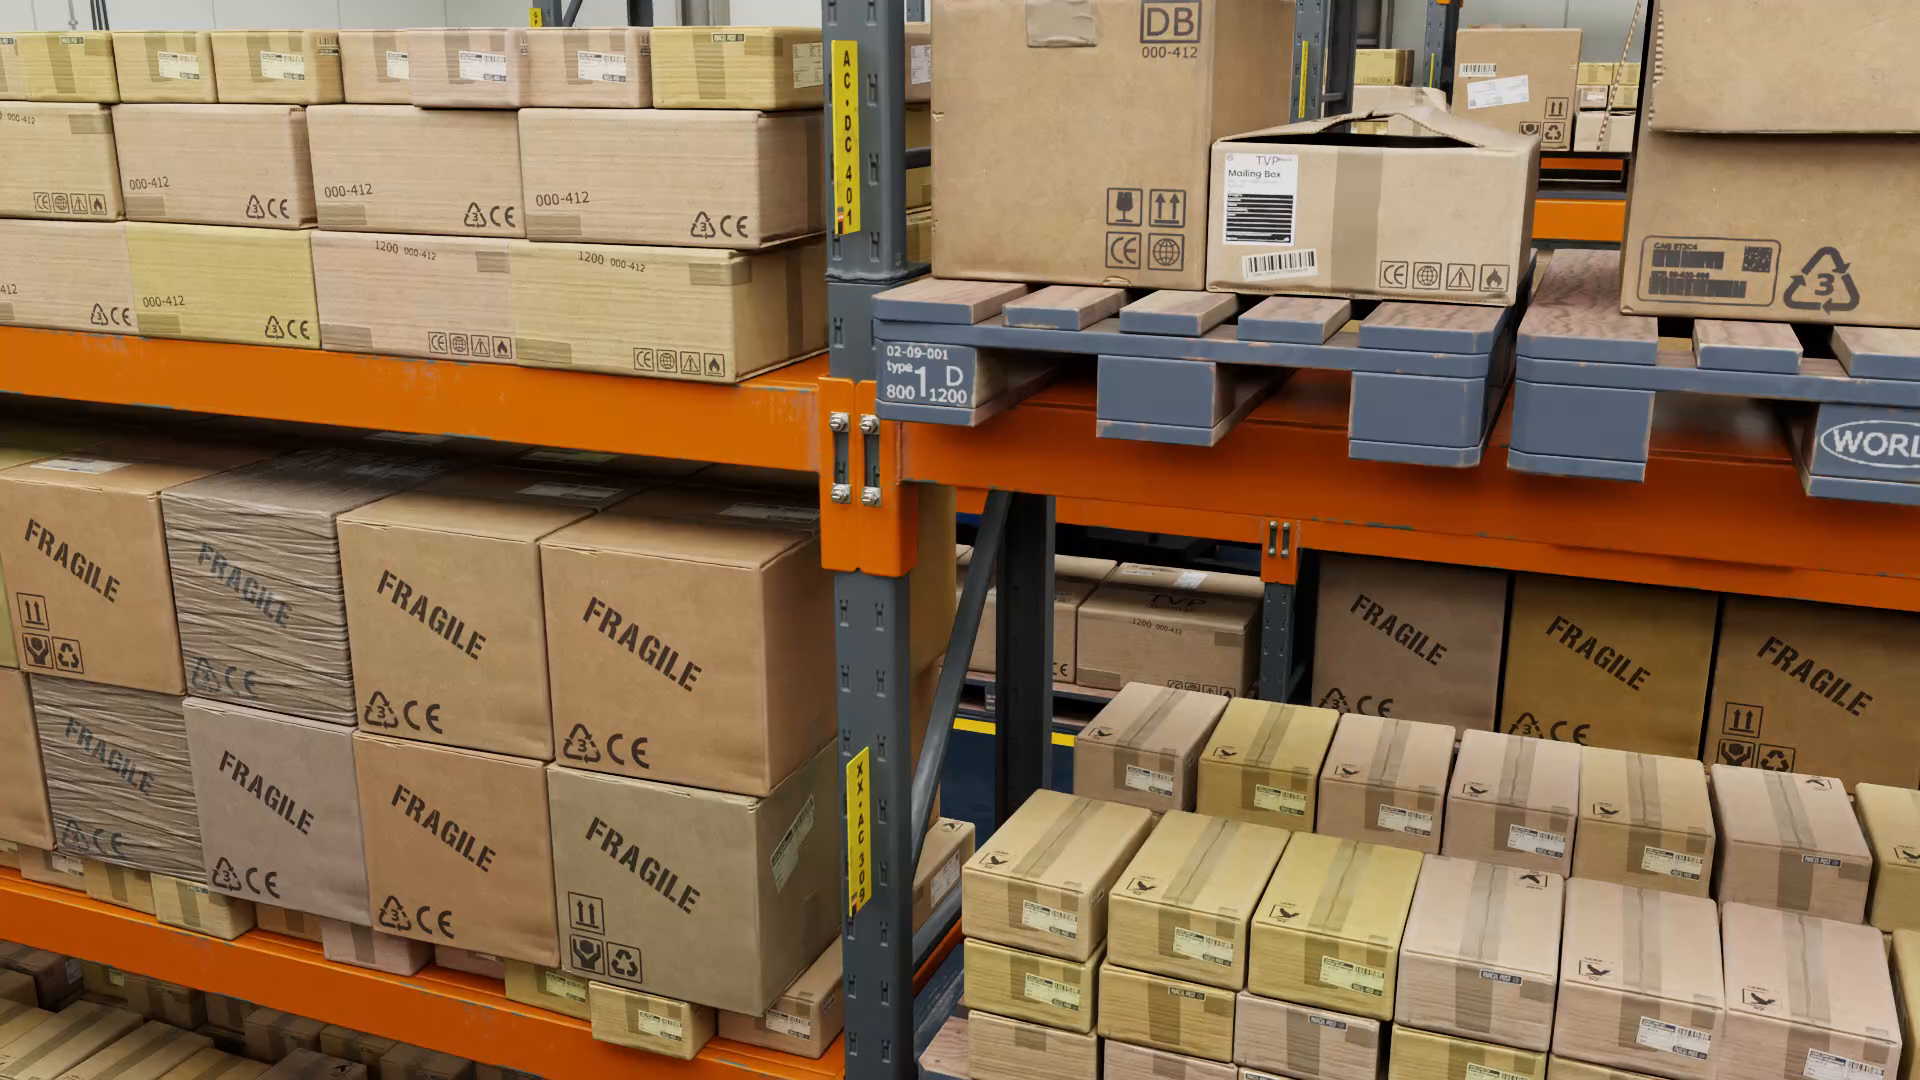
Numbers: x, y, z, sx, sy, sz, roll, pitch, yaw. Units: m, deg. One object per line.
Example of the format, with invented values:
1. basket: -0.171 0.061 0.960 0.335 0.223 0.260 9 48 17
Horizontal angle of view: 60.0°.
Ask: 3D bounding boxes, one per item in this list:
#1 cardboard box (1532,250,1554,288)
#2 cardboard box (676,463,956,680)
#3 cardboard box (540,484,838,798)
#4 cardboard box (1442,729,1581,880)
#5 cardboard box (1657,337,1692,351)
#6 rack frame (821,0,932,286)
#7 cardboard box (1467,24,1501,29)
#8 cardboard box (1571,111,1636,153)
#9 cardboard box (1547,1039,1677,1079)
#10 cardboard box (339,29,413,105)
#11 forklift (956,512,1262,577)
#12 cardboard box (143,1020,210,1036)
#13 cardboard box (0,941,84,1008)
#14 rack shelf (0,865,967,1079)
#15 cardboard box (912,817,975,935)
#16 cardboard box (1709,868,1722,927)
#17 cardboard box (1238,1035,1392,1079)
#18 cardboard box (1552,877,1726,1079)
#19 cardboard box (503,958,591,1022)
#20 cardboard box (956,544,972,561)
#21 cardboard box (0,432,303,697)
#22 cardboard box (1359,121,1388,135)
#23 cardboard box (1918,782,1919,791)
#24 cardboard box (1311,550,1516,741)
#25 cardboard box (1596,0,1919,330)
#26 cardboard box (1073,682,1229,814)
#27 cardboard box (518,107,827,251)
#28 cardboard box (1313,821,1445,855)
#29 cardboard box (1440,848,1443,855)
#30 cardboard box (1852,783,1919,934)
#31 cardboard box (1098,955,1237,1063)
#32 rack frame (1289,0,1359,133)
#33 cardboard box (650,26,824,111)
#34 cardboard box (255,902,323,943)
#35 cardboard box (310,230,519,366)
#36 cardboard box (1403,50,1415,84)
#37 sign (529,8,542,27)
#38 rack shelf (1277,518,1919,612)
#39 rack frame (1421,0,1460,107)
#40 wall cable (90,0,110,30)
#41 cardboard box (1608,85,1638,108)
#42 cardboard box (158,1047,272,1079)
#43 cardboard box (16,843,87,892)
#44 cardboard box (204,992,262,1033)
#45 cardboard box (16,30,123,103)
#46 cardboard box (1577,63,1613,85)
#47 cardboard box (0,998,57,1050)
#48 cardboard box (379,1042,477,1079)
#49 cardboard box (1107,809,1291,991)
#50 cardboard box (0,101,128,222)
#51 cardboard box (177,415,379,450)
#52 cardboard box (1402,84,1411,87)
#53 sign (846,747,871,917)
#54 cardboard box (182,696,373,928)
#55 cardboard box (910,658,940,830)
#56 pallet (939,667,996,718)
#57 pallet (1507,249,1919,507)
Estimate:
1. cardboard box: 4.385 -1.824 12.143 0.500 0.500 0.700 6 17 21
2. cardboard box: -0.335 0.067 4.057 0.500 0.500 0.500 7 17 22
3. cardboard box: -0.541 0.198 3.604 0.500 0.500 0.500 6 17 19
4. cardboard box: 1.175 0.552 3.523 0.250 0.149 0.380 6 17 20
5. cardboard box: 2.971 -0.759 7.434 0.500 0.500 0.500 6 17 19
6. rack frame: -0.005 -2.034 3.039 0.127 3.000 1.000 6 17 21
7. cardboard box: 3.688 -3.525 11.796 0.258 0.266 0.396 6 17 20
8. cardboard box: 2.766 -1.757 7.130 0.250 0.166 0.380 5 17 17
9. cardboard box: 1.169 0.889 2.896 0.250 0.149 0.380 7 18 23
10. cardboard box: -1.089 -1.010 3.549 0.250 0.149 0.380 7 18 23
11. forklift: 1.264 -1.200 11.049 3.031 2.935 1.130 9 18 27
12. cardboard box: -2.434 1.549 5.283 0.250 0.149 0.380 6 17 20
13. cardboard box: -2.927 1.349 5.441 0.250 0.149 0.380 7 17 22
14. rack shelf: -1.865 0.988 4.680 4.000 0.370 1.077 6 17 21
15. cardboard box: -0.148 0.854 4.302 0.250 0.149 0.380 7 18 23
16. cardboard box: 1.666 0.747 3.385 0.250 0.149 0.380 6 17 21
17. cardboard box: 0.684 0.979 3.118 0.250 0.149 0.380 6 17 21
18. cardboard box: 1.162 0.746 2.854 0.250 0.149 0.380 6 17 20
19. cardboard box: -0.862 0.958 3.943 0.250 0.149 0.380 7 18 23
20. cardboard box: -0.498 0.306 9.583 0.875 0.438 0.875 7 18 22
21. cardboard box: -1.983 0.042 4.143 0.500 0.500 0.500 6 17 19
22. cardboard box: 3.093 -3.015 12.248 0.250 0.149 0.380 6 17 20
23. cardboard box: 4.827 0.689 7.479 0.875 0.875 0.875 6 17 20
24. cardboard box: 2.324 0.414 8.424 0.875 0.875 0.875 7 18 22
25. cardboard box: 1.384 -0.653 2.722 0.637 0.503 0.797 6 17 20
26. cardboard box: 0.440 0.471 3.802 0.250 0.149 0.380 7 18 23
27. cardboard box: -0.527 -0.743 3.344 0.500 0.250 0.500 5 17 18
28. cardboard box: 0.913 0.666 3.665 0.250 0.149 0.380 7 18 23
29. cardboard box: 1.144 0.834 3.619 0.250 0.149 0.380 5 17 18
30. cardboard box: 1.904 0.632 3.248 0.250 0.149 0.380 6 17 20
31. cardboard box: 0.435 0.809 3.171 0.250 0.149 0.380 6 17 20
32. rack frame: 1.718 -3.328 7.497 0.127 3.000 1.000 6 17 21
33. cardboard box: -0.396 -0.914 3.218 0.250 0.149 0.380 5 17 18
34. cardboard box: -1.574 0.866 4.262 0.250 0.149 0.380 6 17 20
35. cardboard box: -1.020 -0.556 3.596 0.500 0.250 0.500 6 17 20
36. cardboard box: 3.179 -3.610 12.689 0.500 0.250 0.500 6 17 20
37. sign: -2.213 -2.611 8.698 0.005 0.325 0.100 6 17 21
38. rack shelf: 3.578 0.103 7.728 4.000 0.370 1.077 6 17 21
39. rack frame: 3.535 -4.616 11.932 0.127 3.000 1.000 6 17 21
40. wall cable: -6.063 -5.177 13.800 0.133 3.039 2.988 6 17 21
41. cardboard box: 4.619 -3.067 11.495 0.250 0.149 0.380 6 17 20
42. cardboard box: -2.131 1.591 4.606 0.250 0.149 0.380 7 17 21
43. cardboard box: -2.308 0.791 4.519 0.250 0.149 0.380 6 17 20
44. cardboard box: -2.152 1.398 5.270 0.250 0.149 0.380 7 18 23
45. cardboard box: -1.852 -1.060 3.722 0.250 0.149 0.380 6 17 20
46. cardboard box: 4.396 -3.238 11.550 0.250 0.149 0.380 6 17 20
47. cardboard box: -2.875 1.517 4.860 0.250 0.149 0.380 6 17 20
48. cardboard box: -1.478 1.509 4.889 0.250 0.149 0.380 6 17 18
49. cardboard box: 0.455 0.667 3.126 0.250 0.149 0.380 7 18 22
50. cardboard box: -1.990 -0.899 3.882 0.500 0.250 0.500 6 17 19
51. cardboard box: -1.757 -0.095 4.613 0.500 0.500 0.500 6 17 19
52. cardboard box: 3.169 -3.372 12.762 0.500 0.250 0.500 6 17 19
53. sign: -0.197 0.573 3.267 0.005 0.325 0.100 6 17 21
54. cardboard box: -1.503 0.575 4.098 0.500 0.500 0.500 6 17 20
55. cardboard box: -0.373 0.540 4.219 0.500 0.500 0.500 6 17 20
56. pallet: -0.100 0.670 9.488 1.213 0.211 1.003 6 17 21
57. pallet: 1.497 -0.307 2.808 1.003 0.211 1.213 6 17 21
